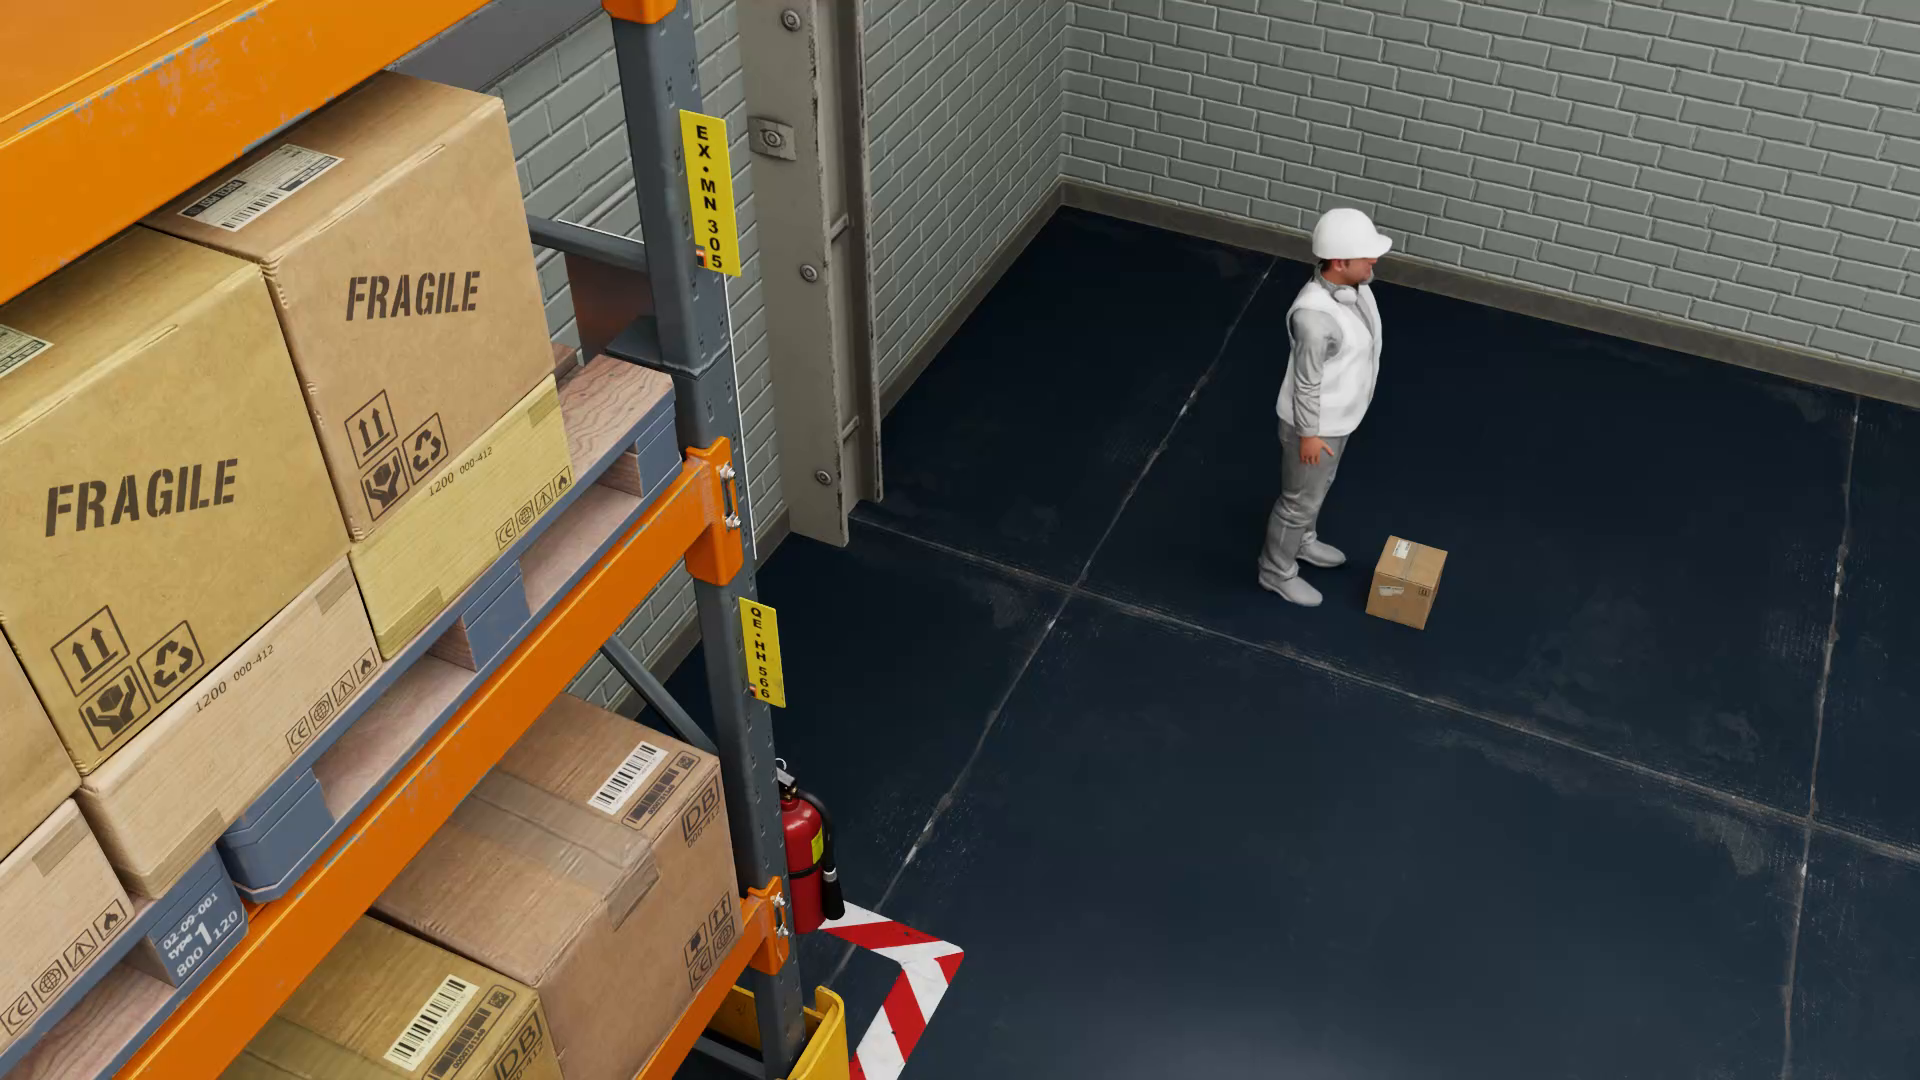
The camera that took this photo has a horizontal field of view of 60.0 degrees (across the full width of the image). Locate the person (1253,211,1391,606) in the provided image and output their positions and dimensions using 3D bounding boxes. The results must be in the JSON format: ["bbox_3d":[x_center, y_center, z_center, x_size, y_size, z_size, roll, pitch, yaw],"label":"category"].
[{"bbox_3d":[1.477,-0.533,6.744,0.358,1.777,0.533,18,45,19],"label":"person"}]
